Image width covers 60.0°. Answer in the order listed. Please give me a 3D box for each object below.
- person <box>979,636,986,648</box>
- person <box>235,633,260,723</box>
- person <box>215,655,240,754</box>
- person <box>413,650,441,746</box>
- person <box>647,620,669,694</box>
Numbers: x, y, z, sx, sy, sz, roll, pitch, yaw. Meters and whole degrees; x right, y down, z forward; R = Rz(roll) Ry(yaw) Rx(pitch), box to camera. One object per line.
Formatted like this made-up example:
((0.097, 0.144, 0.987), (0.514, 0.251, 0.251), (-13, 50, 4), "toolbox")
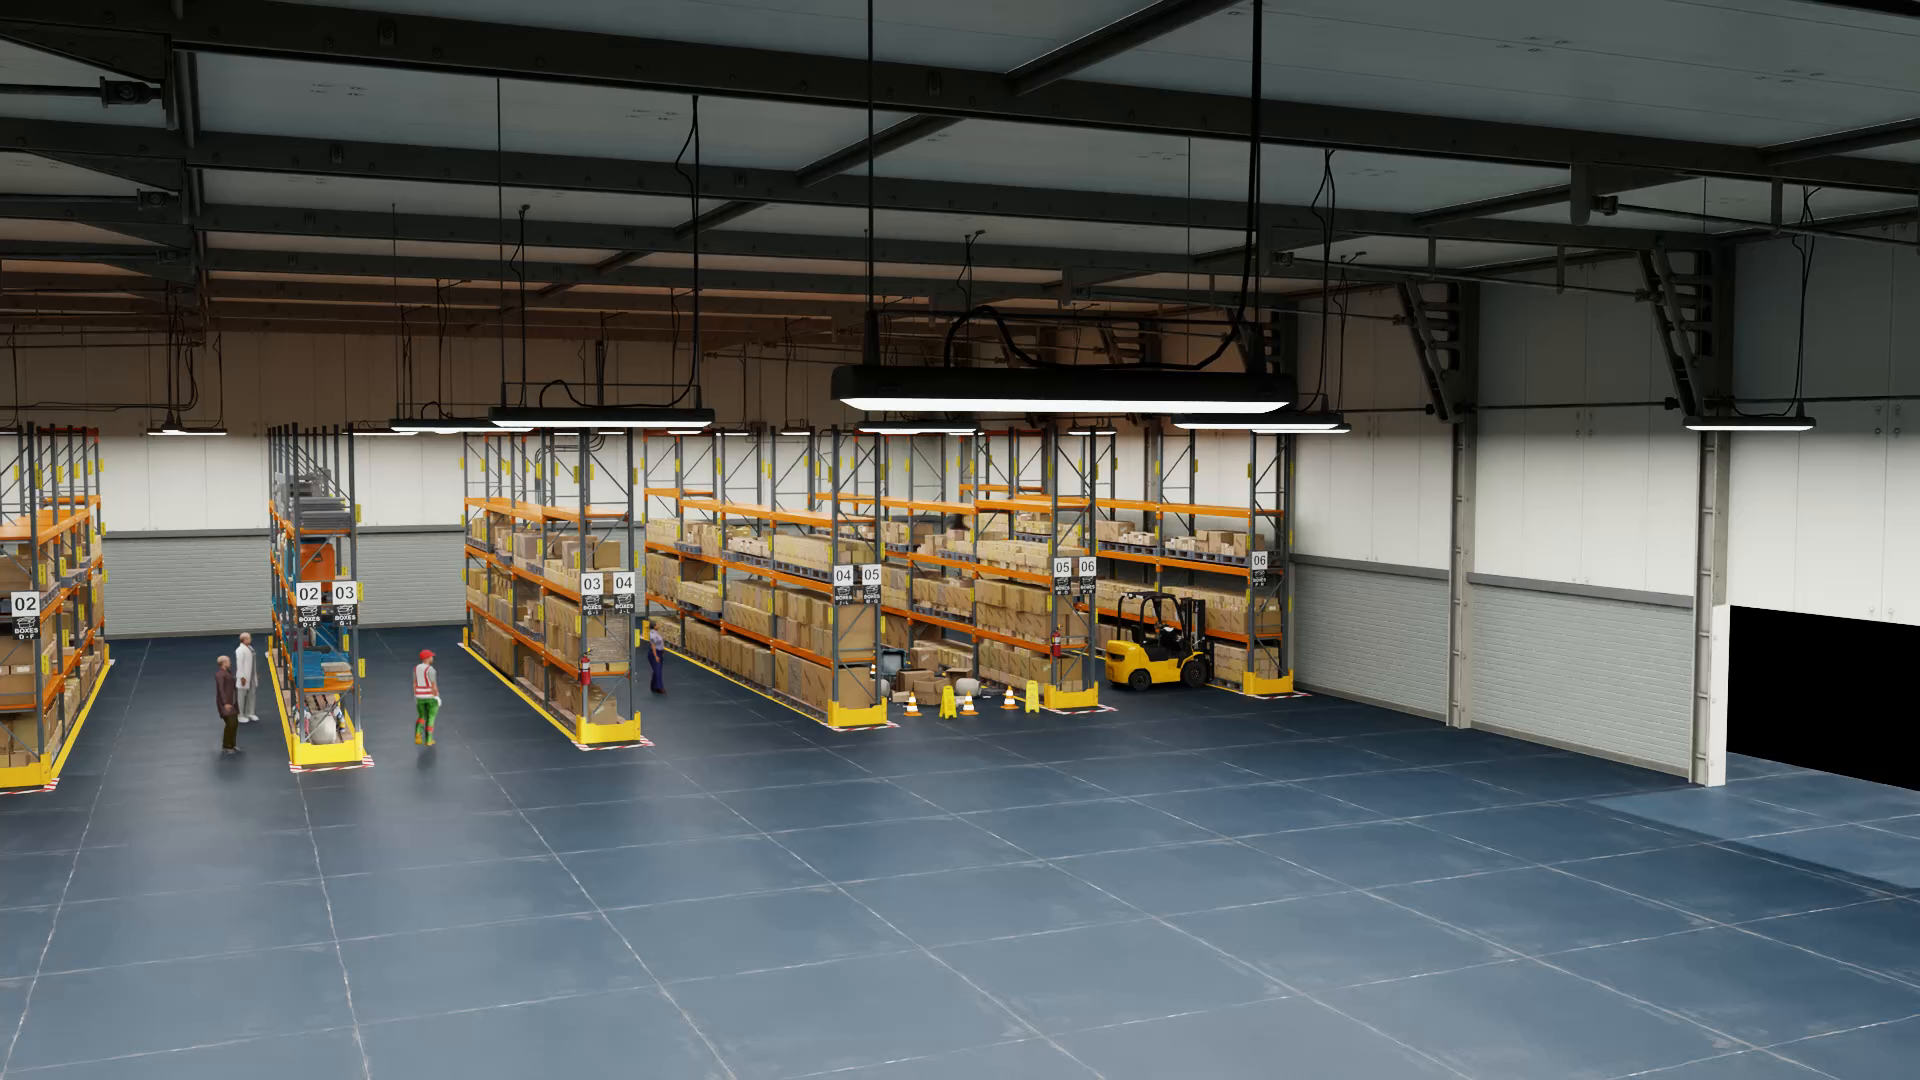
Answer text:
((0.565, 2.148, 44.821), (0.340, 1.675, 0.517), (-1, 4, -21), "person")
((-14.442, 2.771, 33.665), (0.422, 1.799, 0.628), (1, 4, 13), "person")
((-13.343, 3.024, 30.368), (0.493, 1.842, 0.582), (0, 4, 6), "person")
((-9.911, 2.924, 30.872), (0.557, 1.785, 0.497), (0, 4, 8), "person")
((-6.764, 2.639, 37.521), (0.554, 1.647, 0.514), (1, 4, 11), "person")
